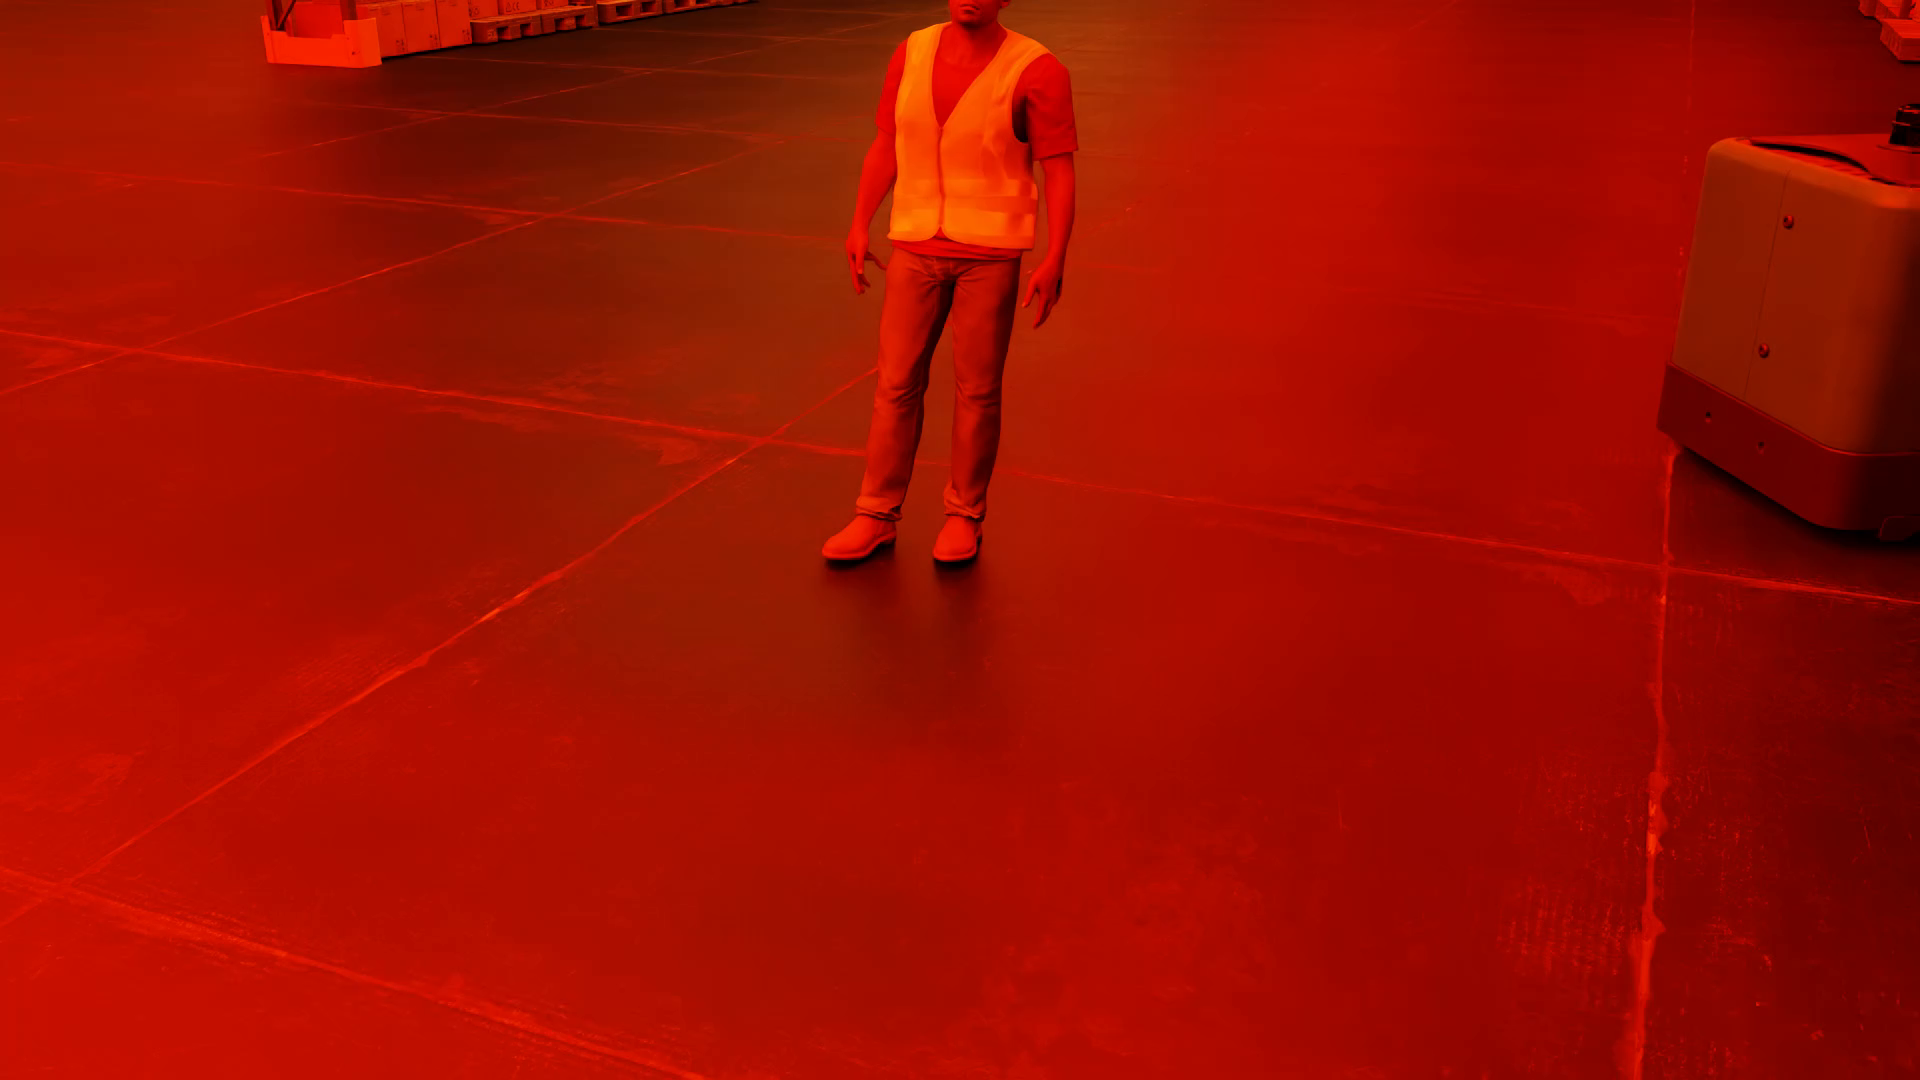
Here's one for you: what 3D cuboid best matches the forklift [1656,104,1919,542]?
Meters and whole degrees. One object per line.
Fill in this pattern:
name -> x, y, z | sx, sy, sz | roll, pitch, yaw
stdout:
forklift -> 4.008, -1.589, 5.094 | 3.031, 2.935, 1.130 | -3, 23, -7

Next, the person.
person -> -0.031, -0.797, 4.692 | 0.666, 1.768, 0.575 | 9, 24, 21
